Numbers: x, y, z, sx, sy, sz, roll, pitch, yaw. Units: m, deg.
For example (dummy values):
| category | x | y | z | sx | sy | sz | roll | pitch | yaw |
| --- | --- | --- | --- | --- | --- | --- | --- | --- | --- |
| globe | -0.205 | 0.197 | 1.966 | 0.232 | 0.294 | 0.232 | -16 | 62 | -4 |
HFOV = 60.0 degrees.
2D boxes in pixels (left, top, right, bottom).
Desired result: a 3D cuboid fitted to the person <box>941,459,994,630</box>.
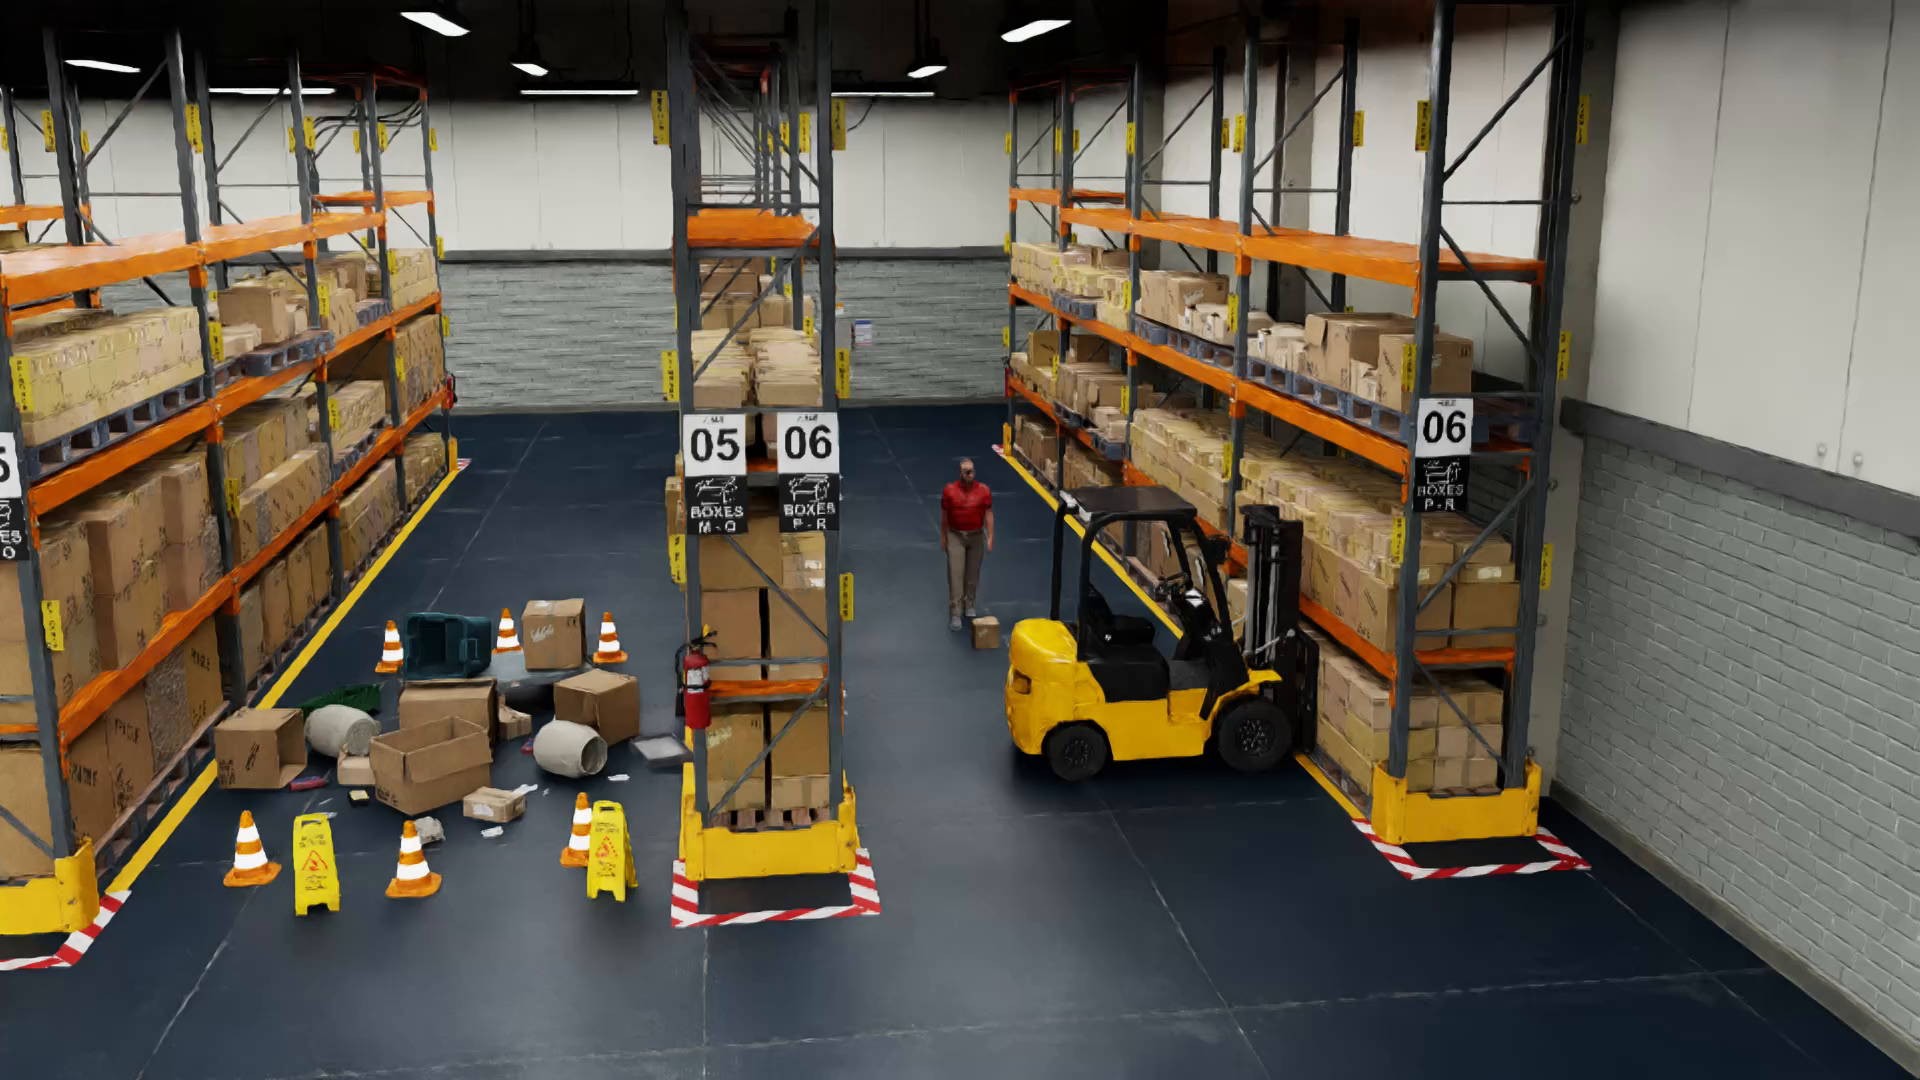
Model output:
| category | x | y | z | sx | sy | sz | roll | pitch | yaw |
| --- | --- | --- | --- | --- | --- | --- | --- | --- | --- |
| person | 0.100 | 0.013 | 17.430 | 0.539 | 1.723 | 0.705 | -3 | 13 | -11 |
